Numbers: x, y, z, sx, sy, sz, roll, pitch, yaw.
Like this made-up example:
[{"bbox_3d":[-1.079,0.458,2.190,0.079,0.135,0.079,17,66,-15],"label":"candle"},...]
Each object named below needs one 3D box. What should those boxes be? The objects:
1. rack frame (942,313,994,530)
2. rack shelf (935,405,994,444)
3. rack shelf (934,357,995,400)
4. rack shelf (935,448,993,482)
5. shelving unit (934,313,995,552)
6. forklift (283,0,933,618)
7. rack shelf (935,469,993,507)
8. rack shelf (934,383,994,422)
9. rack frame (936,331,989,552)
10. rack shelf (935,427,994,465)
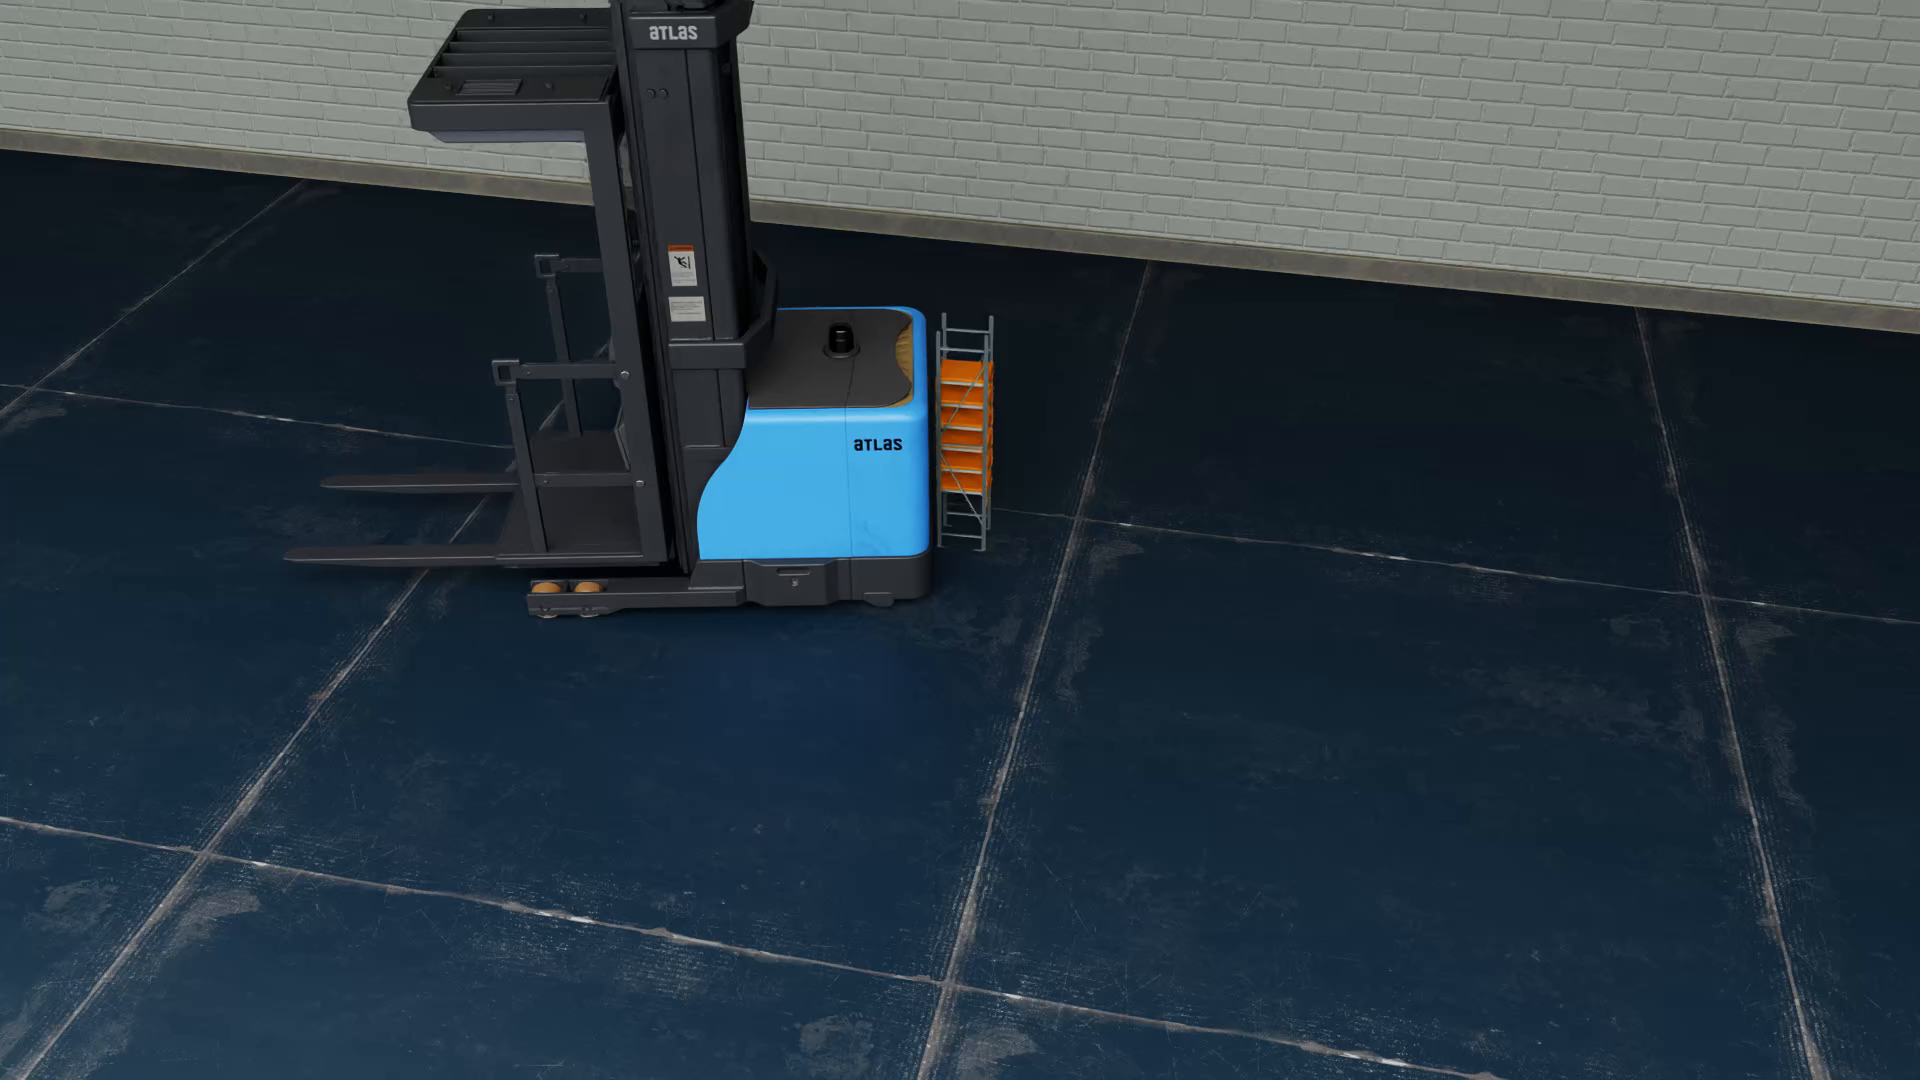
[{"bbox_3d":[0.034,-0.548,7.983,0.240,1.200,0.006,5,36,6],"label":"rack frame"},{"bbox_3d":[0.021,-0.556,7.865,0.258,0.103,0.180,5,36,6],"label":"rack shelf"},{"bbox_3d":[0.022,-0.751,7.725,0.258,0.103,0.180,5,36,6],"label":"rack shelf"},{"bbox_3d":[0.021,-0.361,8.005,0.258,0.103,0.180,5,36,6],"label":"rack shelf"},{"bbox_3d":[0.021,-0.495,7.909,0.258,1.200,0.189,5,36,6],"label":"shelving unit"},{"bbox_3d":[-1.654,-1.139,7.324,3.031,2.935,1.130,-1,36,-1],"label":"forklift"},{"bbox_3d":[0.020,-0.264,8.075,0.258,0.103,0.180,5,36,6],"label":"rack shelf"},{"bbox_3d":[0.022,-0.654,7.795,0.258,0.103,0.180,5,36,6],"label":"rack shelf"},{"bbox_3d":[0.008,-0.442,7.835,0.240,1.200,0.006,5,36,6],"label":"rack frame"},{"bbox_3d":[0.021,-0.459,7.935,0.258,0.103,0.180,5,36,6],"label":"rack shelf"}]
